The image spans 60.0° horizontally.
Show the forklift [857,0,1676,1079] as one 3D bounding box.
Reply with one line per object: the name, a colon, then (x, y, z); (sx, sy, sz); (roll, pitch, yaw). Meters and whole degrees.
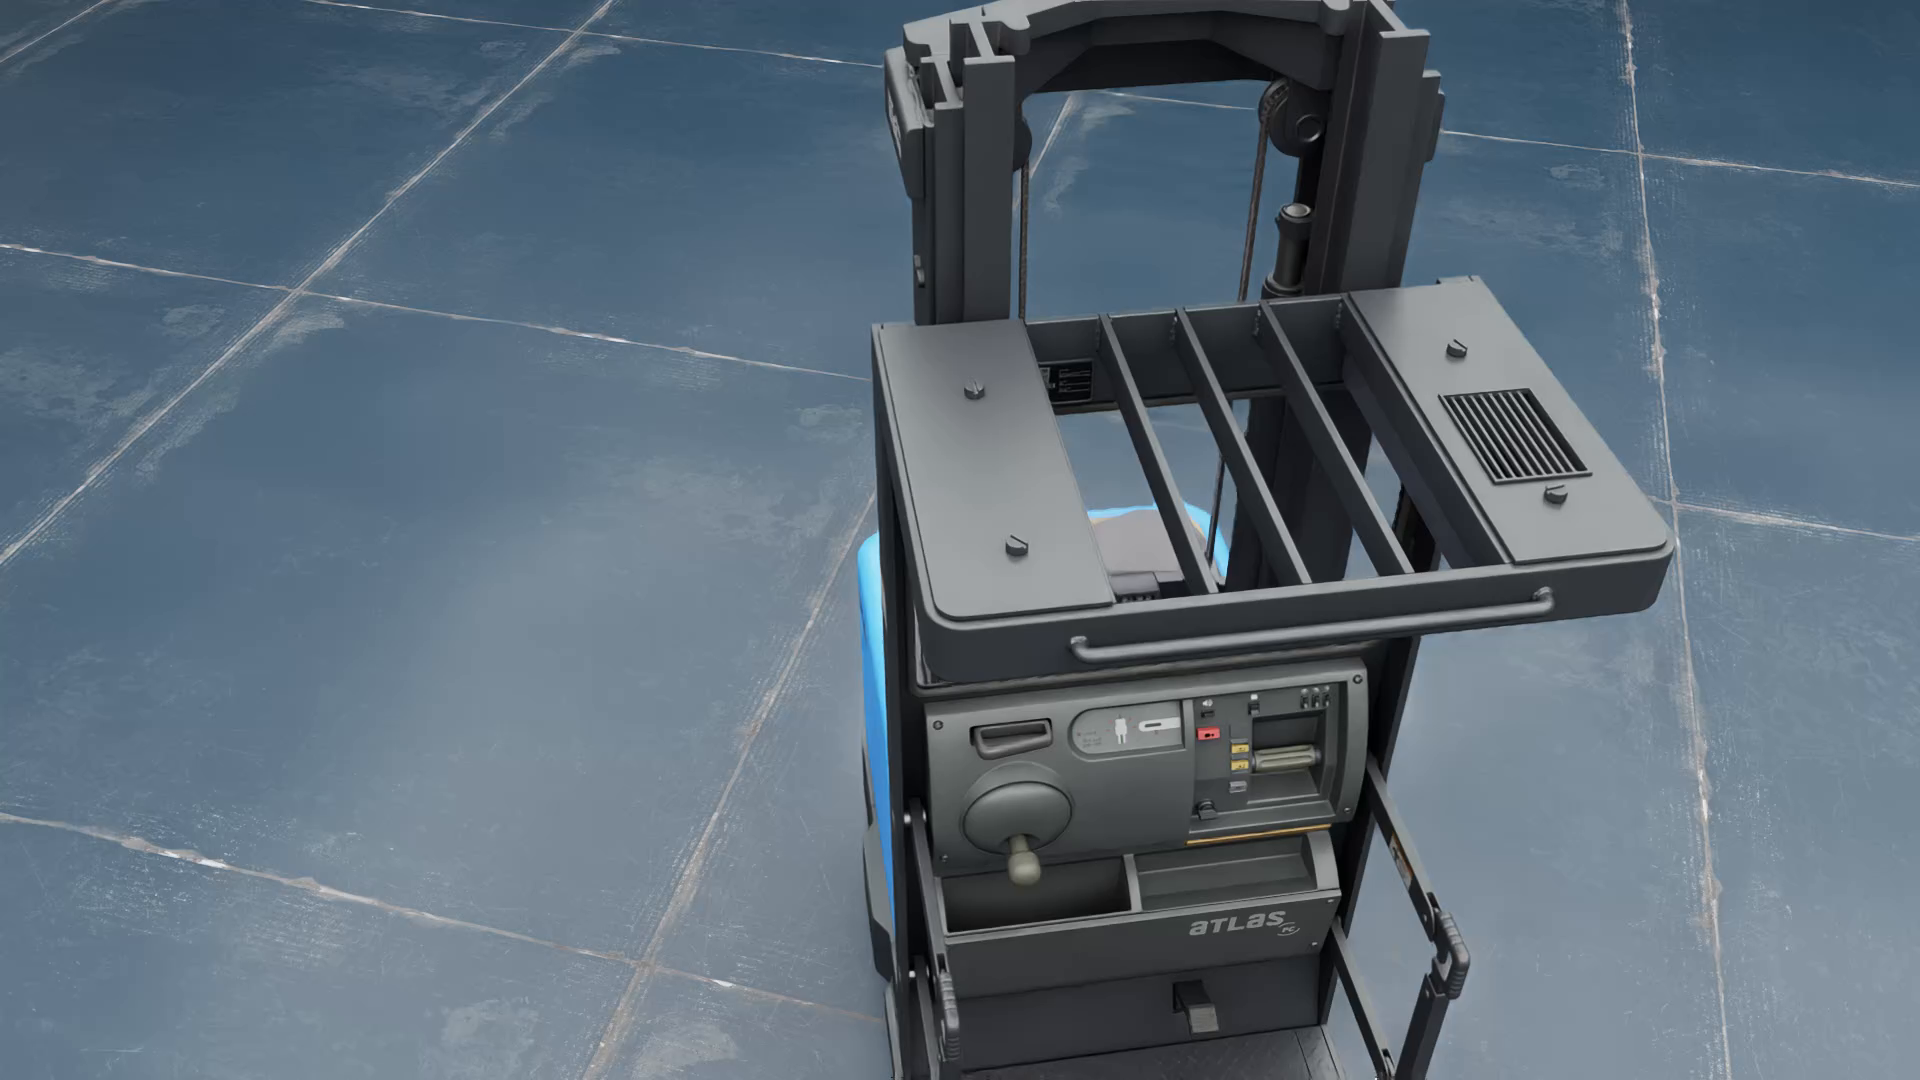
forklift: (0.429, 0.563, 3.301); (1.130, 2.935, 3.031); (-6, 40, -7)
